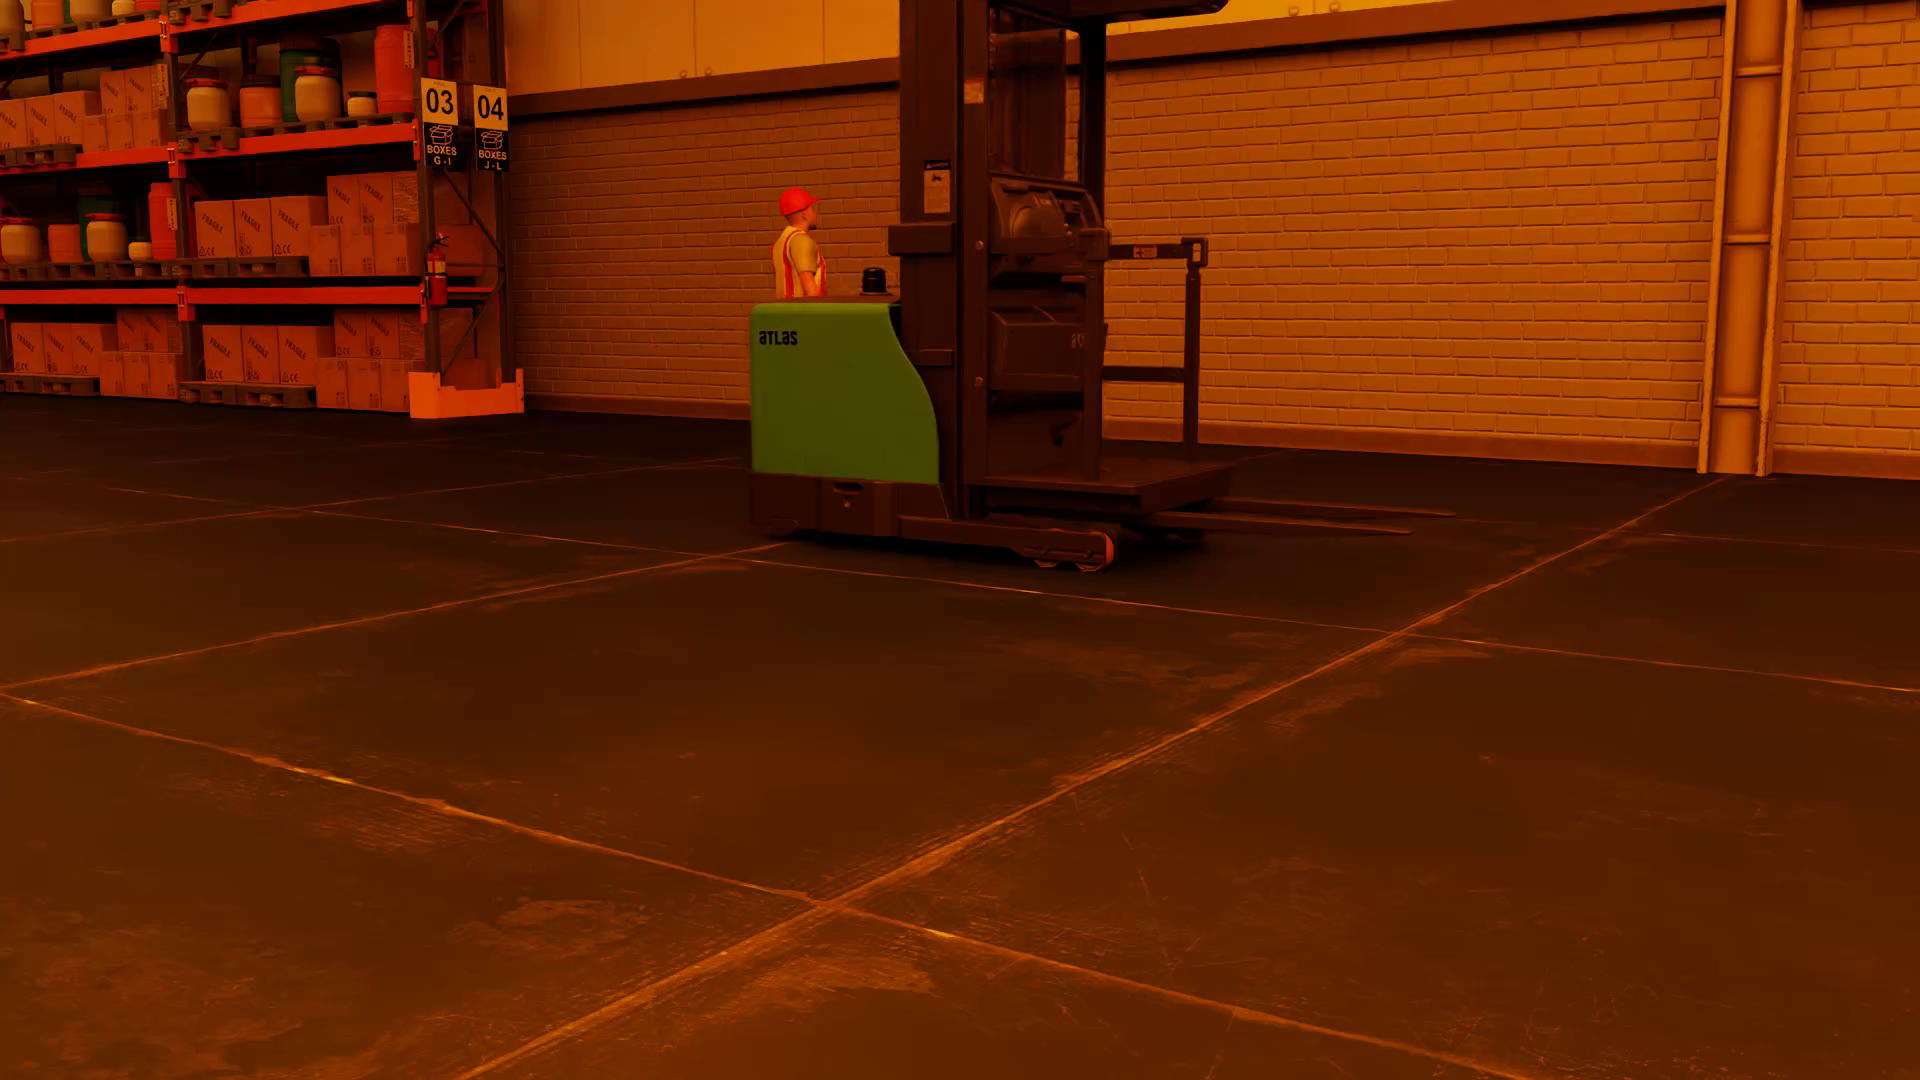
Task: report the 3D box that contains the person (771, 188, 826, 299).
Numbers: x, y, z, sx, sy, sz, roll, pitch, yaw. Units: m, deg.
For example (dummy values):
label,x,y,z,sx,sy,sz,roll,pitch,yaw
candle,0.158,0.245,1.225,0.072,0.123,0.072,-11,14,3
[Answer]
label,x,y,z,sx,sy,sz,roll,pitch,yaw
person,-0.895,-1.344,10.658,0.564,1.790,0.648,-4,9,-26

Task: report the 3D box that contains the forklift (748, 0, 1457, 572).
label,x,y,z,sx,sy,sz,roll,pitch,yaw
forklift,0.556,-1.407,7.085,3.031,2.935,1.130,5,9,31
